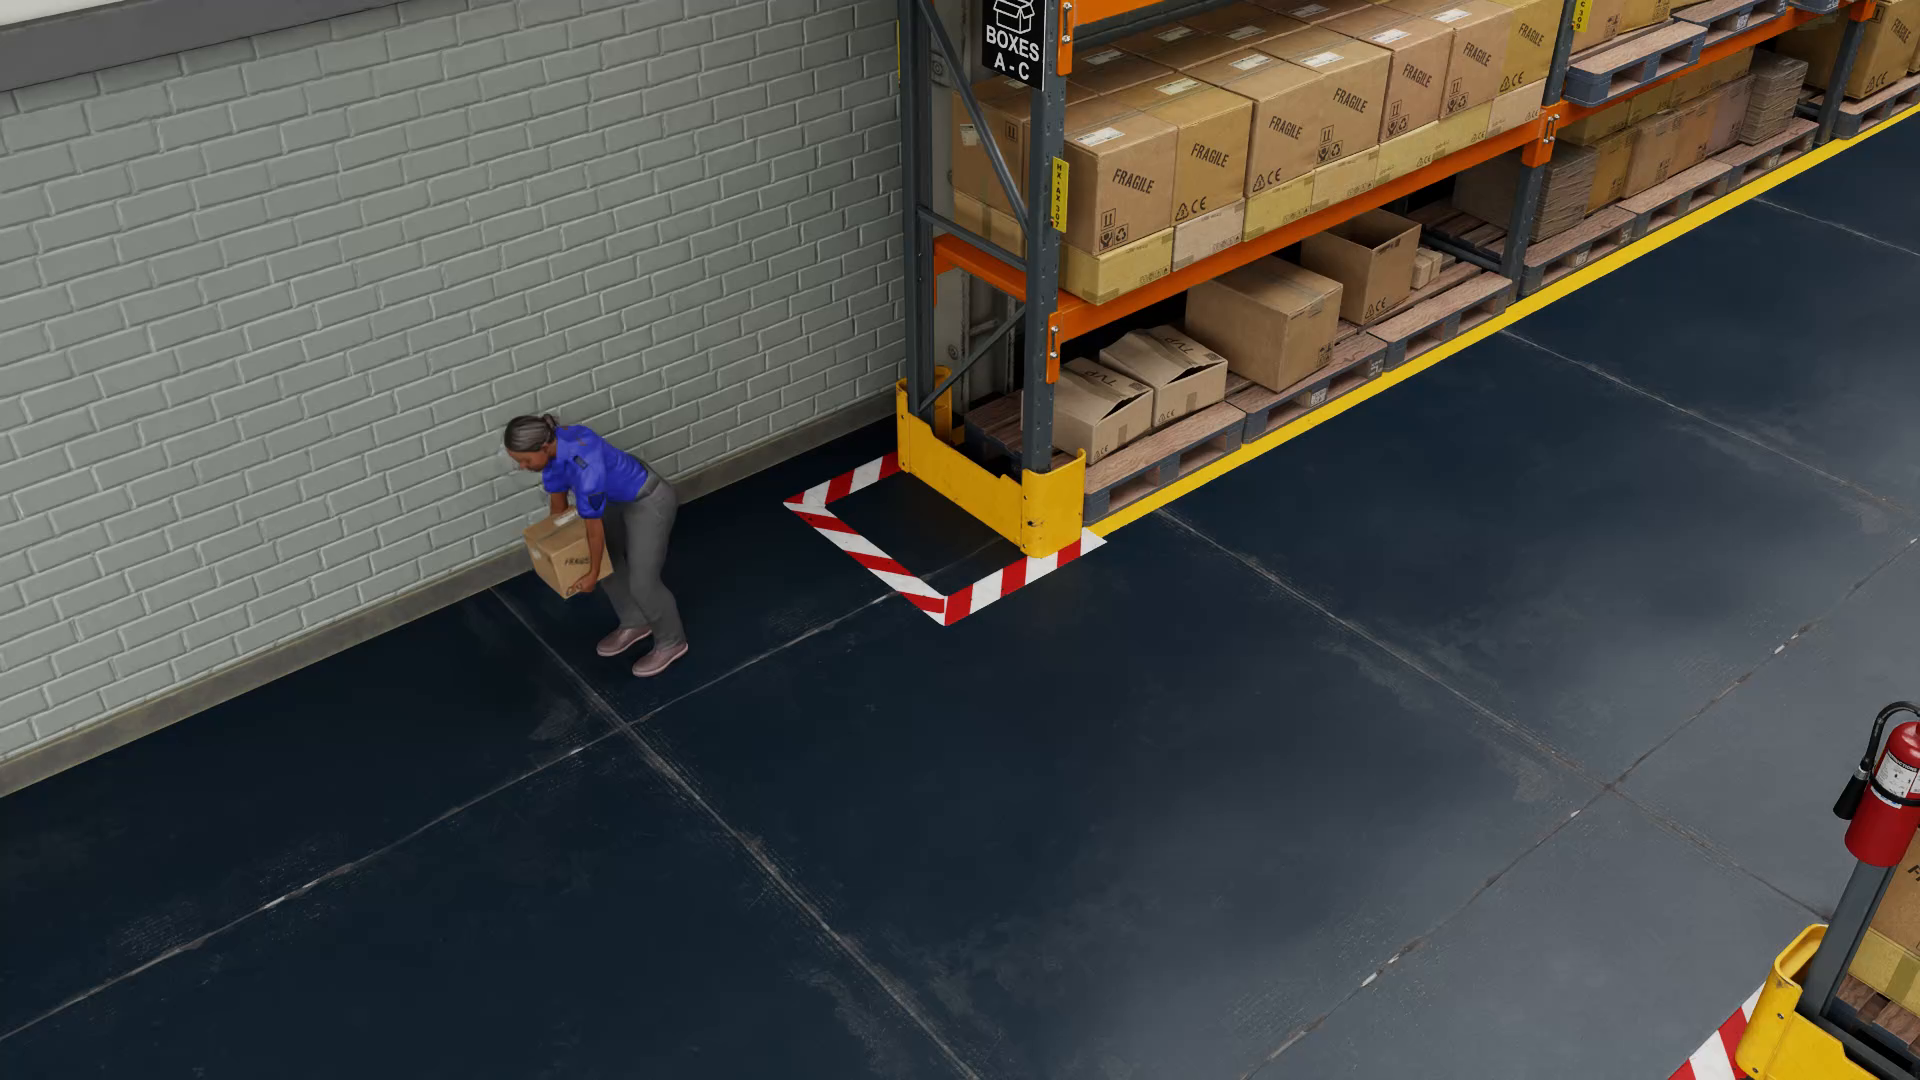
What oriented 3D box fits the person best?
[{"bbox_3d":[-1.442,-0.163,7.305,0.350,1.653,0.515,-29,45,-33],"label":"person"}]
